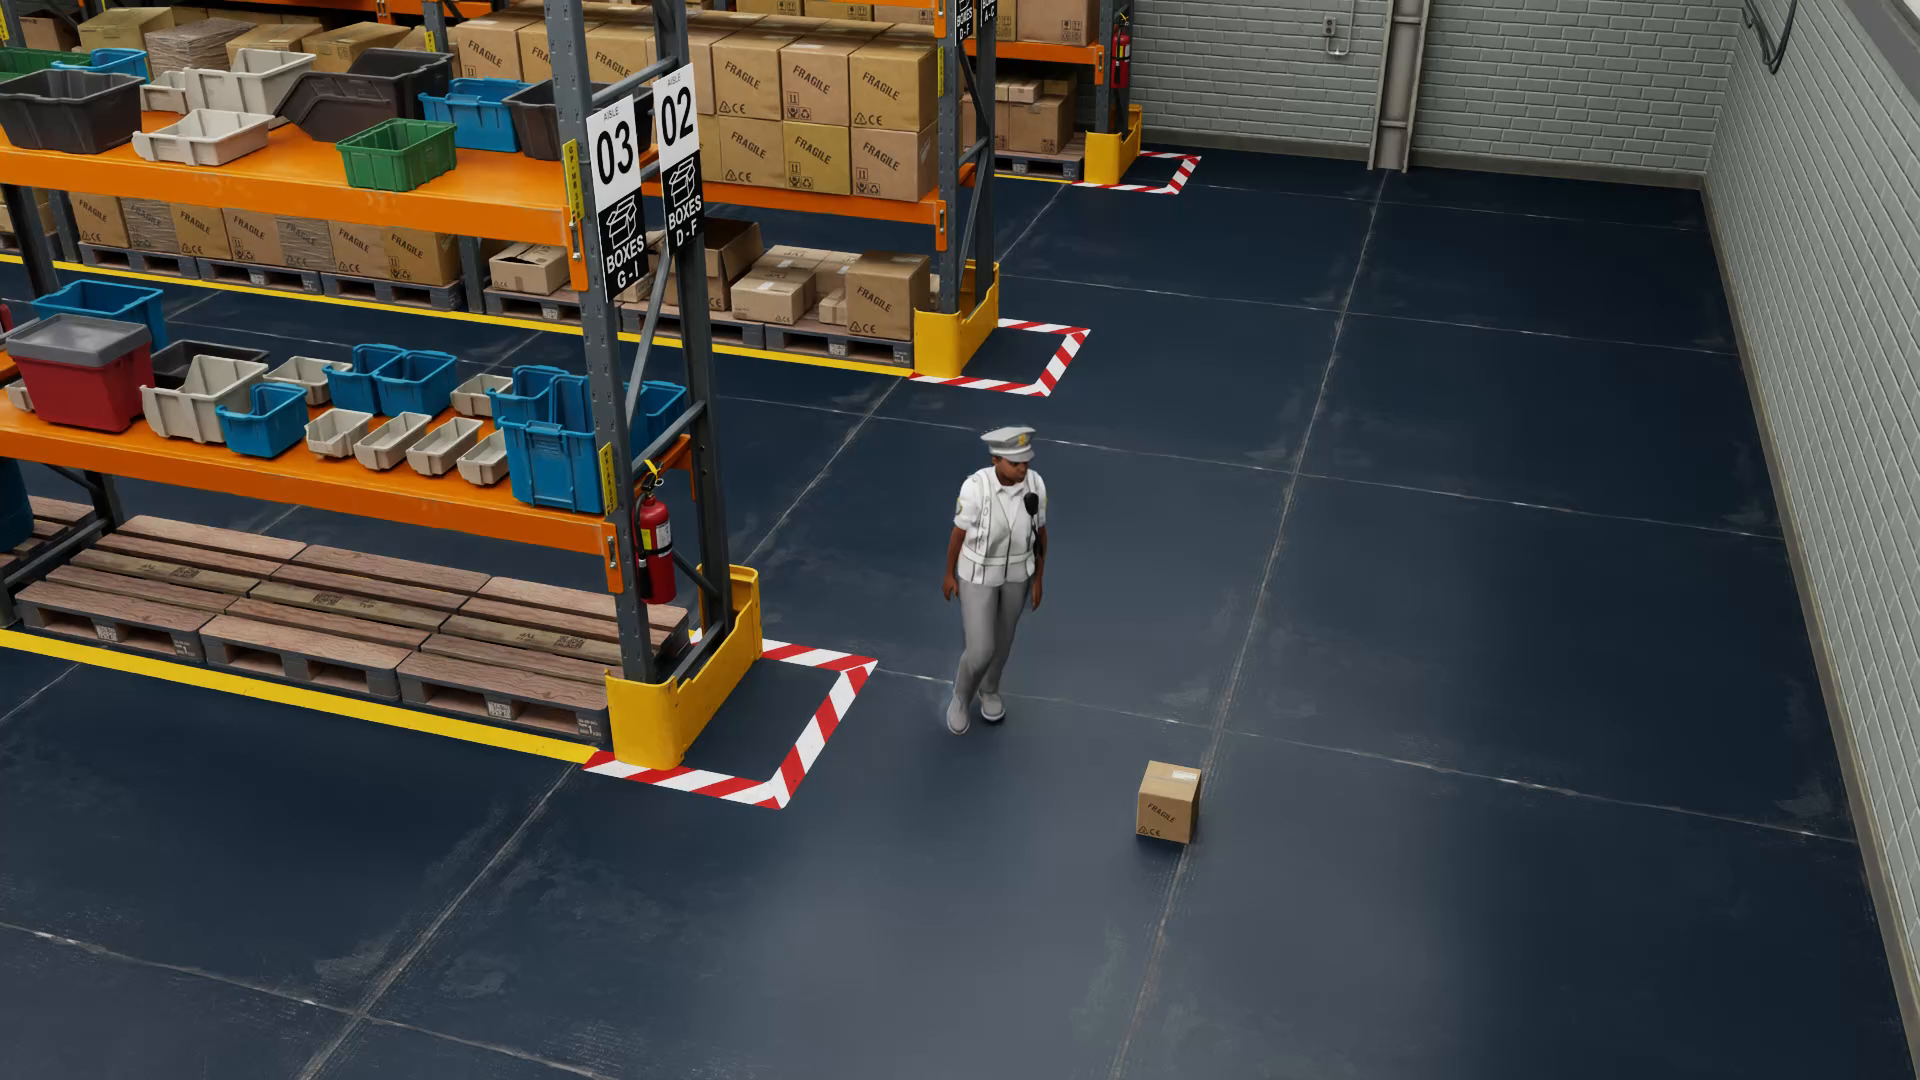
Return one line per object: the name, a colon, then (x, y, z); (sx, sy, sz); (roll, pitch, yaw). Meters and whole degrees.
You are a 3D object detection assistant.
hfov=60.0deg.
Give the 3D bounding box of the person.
person: (0.169, 0.183, 8.115); (0.515, 1.673, 0.493); (-11, 31, -18)
